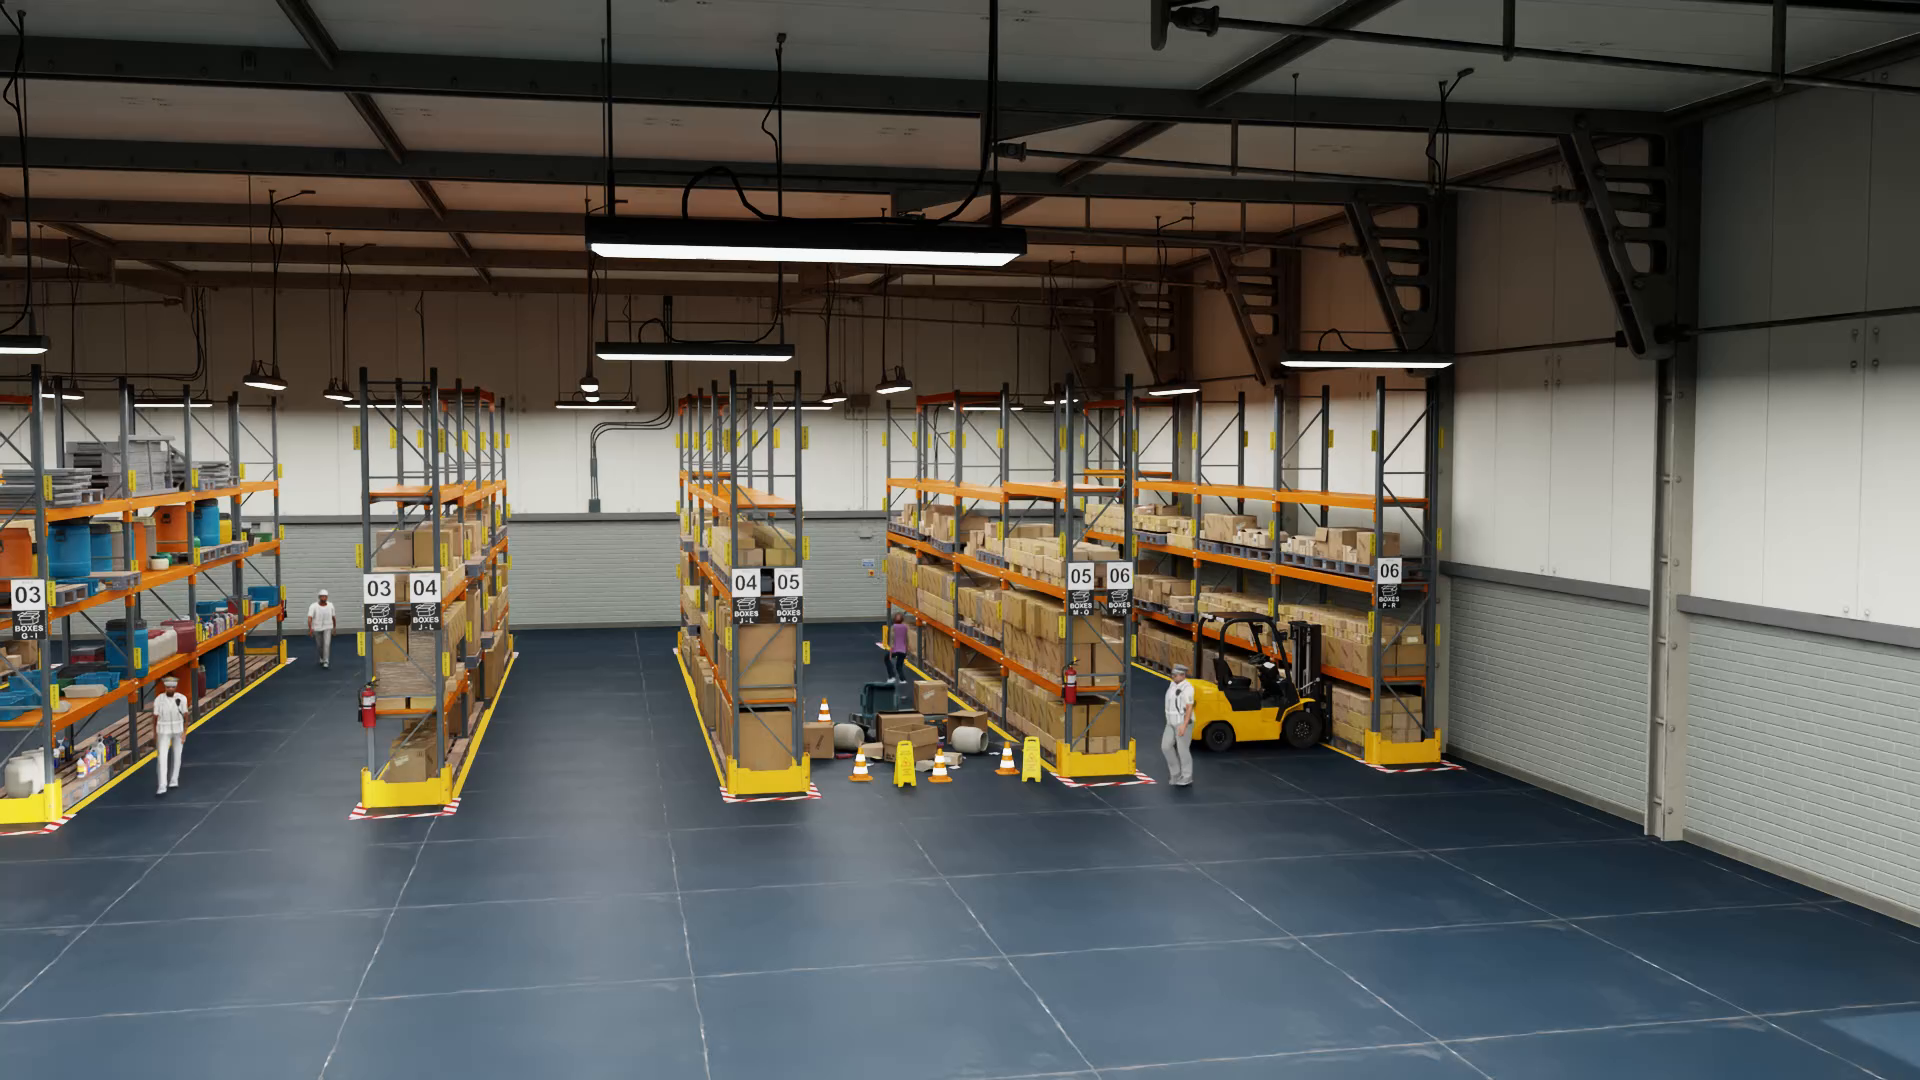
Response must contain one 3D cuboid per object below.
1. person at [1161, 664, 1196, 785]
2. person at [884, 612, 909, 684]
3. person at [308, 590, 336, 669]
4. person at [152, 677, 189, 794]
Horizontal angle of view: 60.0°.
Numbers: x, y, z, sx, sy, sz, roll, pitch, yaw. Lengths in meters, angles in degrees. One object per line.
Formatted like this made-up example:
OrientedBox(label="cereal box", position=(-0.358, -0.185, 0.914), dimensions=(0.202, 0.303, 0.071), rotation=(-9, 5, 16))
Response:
OrientedBox(label="person", position=(3.198, 2.720, 24.199), dimensions=(0.424, 1.855, 0.581), rotation=(-2, 4, -28))
OrientedBox(label="person", position=(-1.197, 2.121, 32.428), dimensions=(0.447, 1.423, 0.687), rotation=(-2, 4, -24))
OrientedBox(label="person", position=(-14.084, 1.958, 36.679), dimensions=(0.550, 1.714, 1.093), rotation=(-1, 4, -15))
OrientedBox(label="person", position=(-11.258, 2.756, 23.696), dimensions=(0.500, 1.623, 0.961), rotation=(-2, 4, -33))
